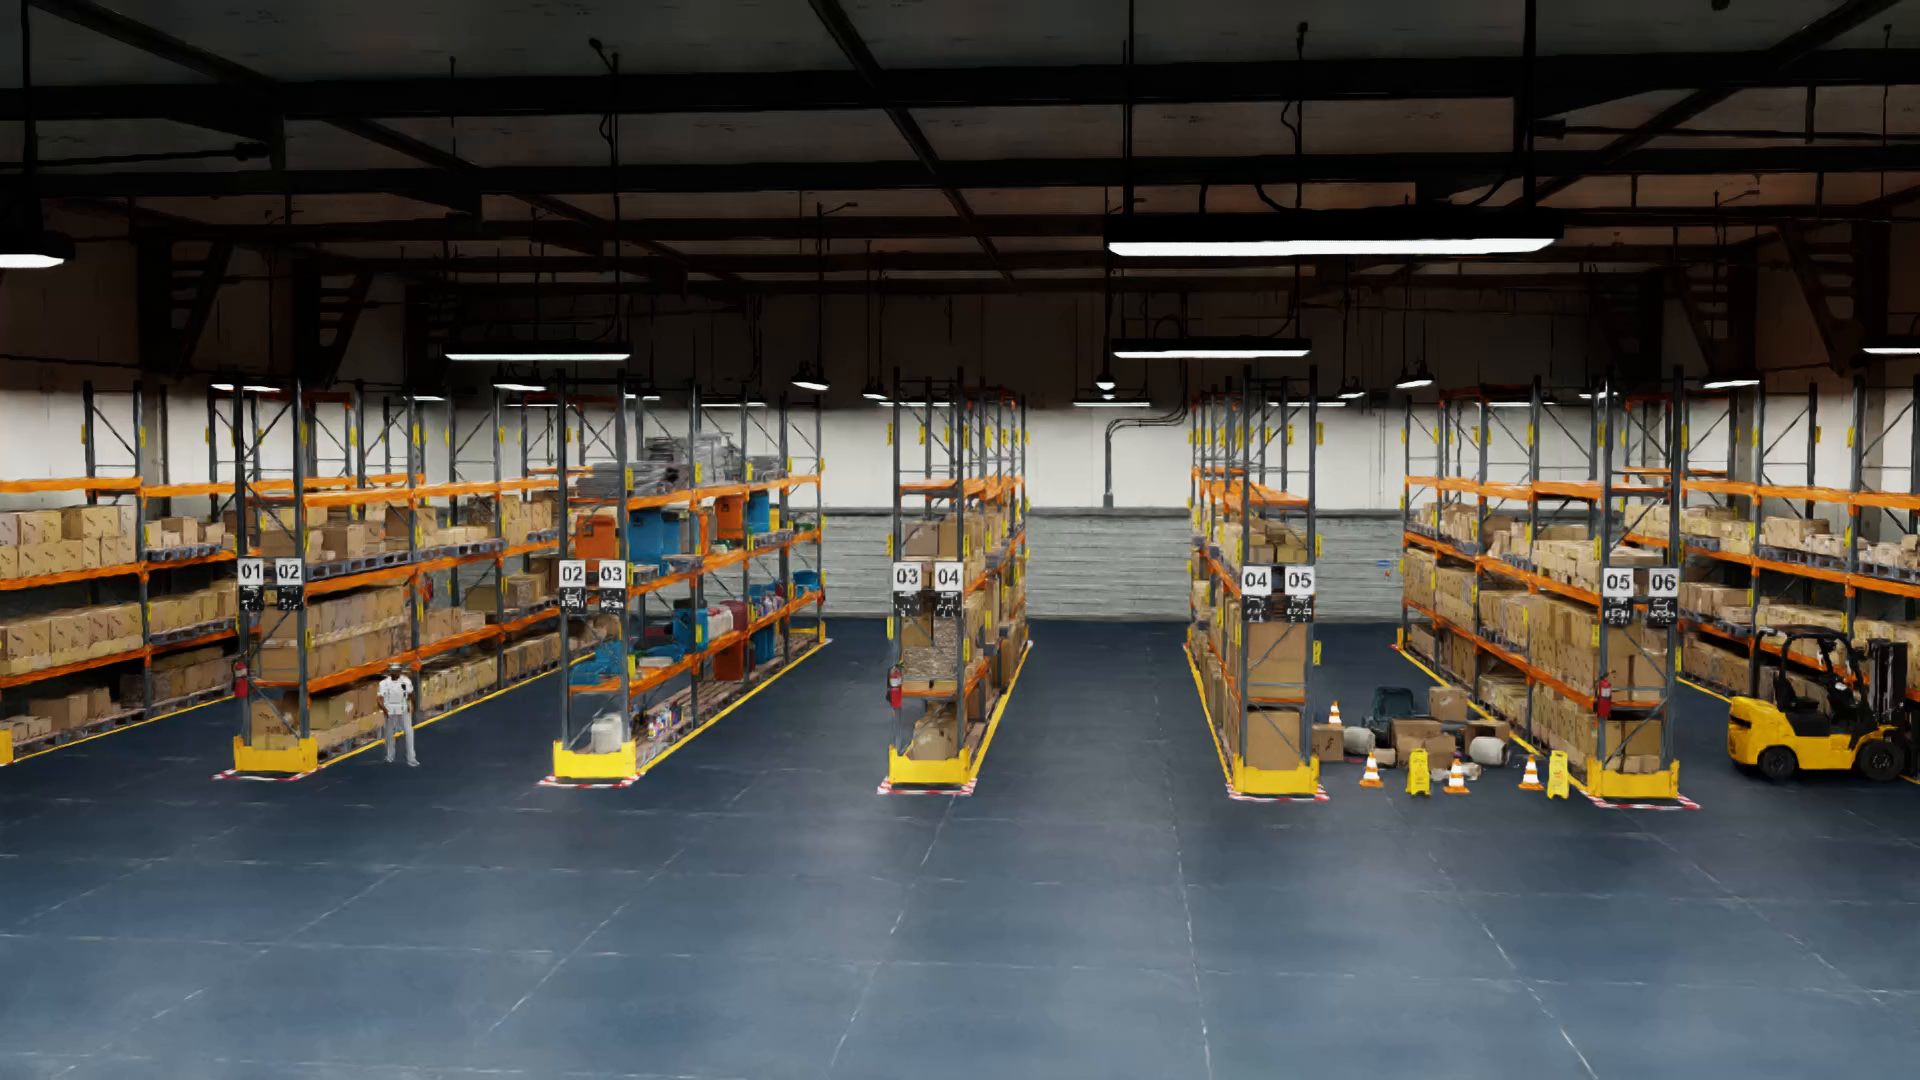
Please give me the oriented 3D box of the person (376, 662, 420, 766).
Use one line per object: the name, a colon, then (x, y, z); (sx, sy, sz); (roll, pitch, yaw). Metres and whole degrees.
person: (-8.538, 2.620, 25.285); (0.622, 1.613, 0.782); (-1, 4, -15)
